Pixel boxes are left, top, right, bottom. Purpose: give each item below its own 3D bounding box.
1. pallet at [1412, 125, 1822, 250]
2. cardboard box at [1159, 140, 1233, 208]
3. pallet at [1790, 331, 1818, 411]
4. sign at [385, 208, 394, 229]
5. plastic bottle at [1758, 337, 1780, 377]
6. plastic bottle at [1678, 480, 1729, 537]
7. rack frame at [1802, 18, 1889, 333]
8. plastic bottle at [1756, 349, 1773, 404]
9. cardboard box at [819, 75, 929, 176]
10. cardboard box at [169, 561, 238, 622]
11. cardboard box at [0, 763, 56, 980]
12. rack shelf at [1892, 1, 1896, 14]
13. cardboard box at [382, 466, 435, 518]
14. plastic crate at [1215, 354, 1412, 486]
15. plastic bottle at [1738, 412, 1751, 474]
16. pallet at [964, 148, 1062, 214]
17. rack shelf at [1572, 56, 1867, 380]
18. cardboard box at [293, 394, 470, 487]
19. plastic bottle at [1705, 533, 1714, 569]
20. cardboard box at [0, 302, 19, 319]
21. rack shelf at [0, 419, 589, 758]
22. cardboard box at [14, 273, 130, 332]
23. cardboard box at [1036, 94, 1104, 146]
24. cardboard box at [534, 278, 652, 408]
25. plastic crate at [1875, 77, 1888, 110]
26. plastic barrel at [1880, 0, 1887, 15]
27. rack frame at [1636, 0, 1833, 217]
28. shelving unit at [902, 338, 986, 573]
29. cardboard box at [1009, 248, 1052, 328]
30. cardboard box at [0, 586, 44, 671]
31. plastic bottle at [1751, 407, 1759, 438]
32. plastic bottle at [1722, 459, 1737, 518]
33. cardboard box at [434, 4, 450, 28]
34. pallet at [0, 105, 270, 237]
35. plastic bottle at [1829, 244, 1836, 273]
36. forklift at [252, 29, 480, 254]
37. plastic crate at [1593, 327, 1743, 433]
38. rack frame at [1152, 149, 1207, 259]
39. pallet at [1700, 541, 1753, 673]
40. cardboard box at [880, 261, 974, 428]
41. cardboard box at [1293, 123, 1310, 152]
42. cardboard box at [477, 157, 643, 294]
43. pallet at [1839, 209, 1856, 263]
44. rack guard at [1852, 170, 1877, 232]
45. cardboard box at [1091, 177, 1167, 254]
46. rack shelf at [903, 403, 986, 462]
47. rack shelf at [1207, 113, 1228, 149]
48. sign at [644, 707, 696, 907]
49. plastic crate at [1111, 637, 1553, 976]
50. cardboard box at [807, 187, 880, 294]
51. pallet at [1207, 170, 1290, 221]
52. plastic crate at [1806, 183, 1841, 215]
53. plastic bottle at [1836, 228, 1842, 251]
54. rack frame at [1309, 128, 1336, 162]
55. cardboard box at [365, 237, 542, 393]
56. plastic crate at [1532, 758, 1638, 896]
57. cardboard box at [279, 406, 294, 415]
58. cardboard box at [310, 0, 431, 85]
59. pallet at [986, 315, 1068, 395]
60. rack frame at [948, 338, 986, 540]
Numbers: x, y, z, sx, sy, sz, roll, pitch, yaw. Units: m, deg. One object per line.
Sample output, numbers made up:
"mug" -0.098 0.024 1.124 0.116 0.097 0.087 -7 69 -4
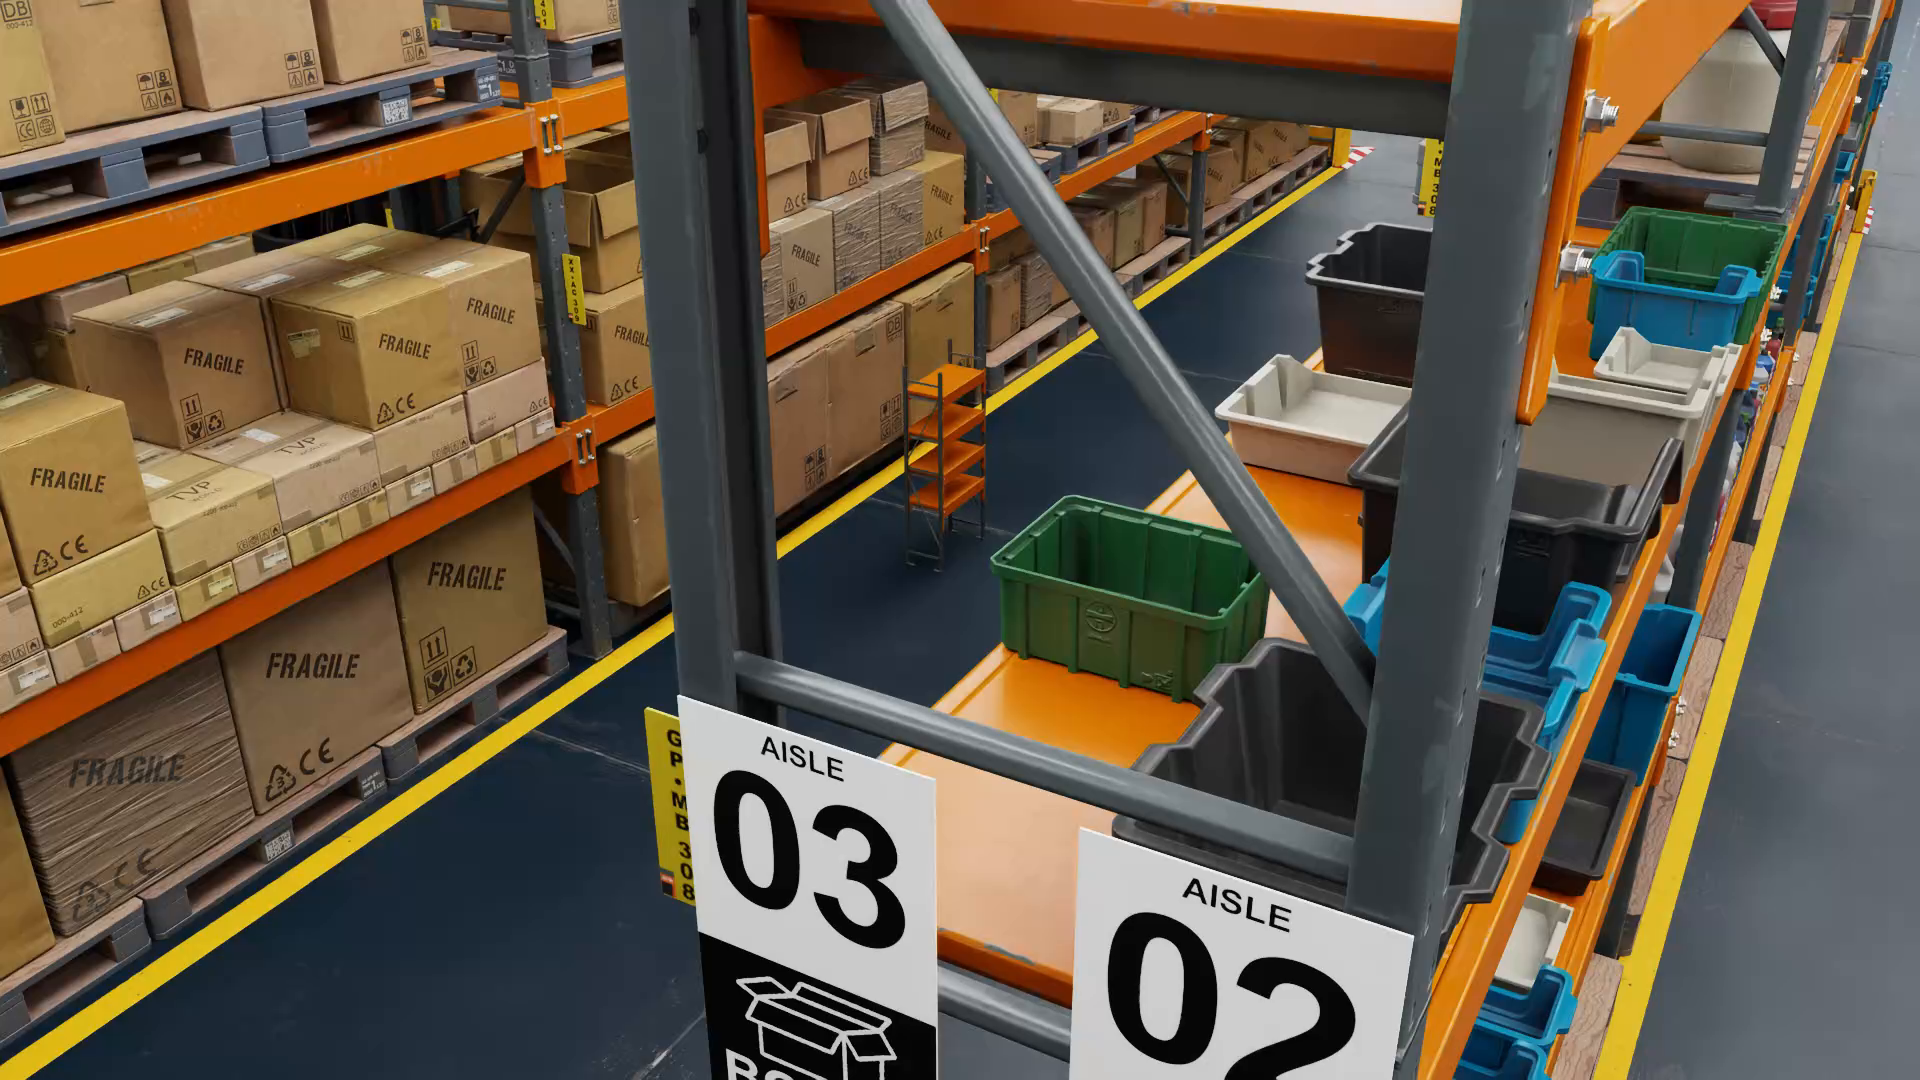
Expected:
"pallet" 2.357 -1.342 5.940 1.213 0.211 1.003 14 30 26
"cardboard box" 2.186 -3.409 15.532 0.500 0.500 0.500 -22 34 -37
"pallet" 5.639 -1.315 12.140 1.003 0.211 1.213 14 30 26
"sign" -2.733 -1.447 8.085 0.100 0.325 0.005 14 30 26
"plastic bottle" 4.124 -0.936 8.491 0.097 0.201 0.097 0 27 0
"plastic bottle" 3.071 -0.160 6.858 0.152 0.276 0.135 14 30 26
"rack frame" 5.992 -2.876 12.145 1.000 3.000 0.127 14 30 26
"plastic bottle" 3.914 -0.801 8.144 0.097 0.271 0.097 0 27 0
"cardboard box" -0.662 -2.620 10.400 0.797 0.503 0.637 15 30 28
"cardboard box" -3.006 0.157 6.367 0.380 0.149 0.250 13 30 25
"cardboard box" -3.979 1.205 5.896 0.875 0.875 0.875 14 30 26
"rack shelf" 6.976 -4.675 13.191 1.077 0.370 4.000 14 30 26
"cardboard box" -2.500 -0.245 7.169 0.380 0.149 0.250 15 30 27
"plastic crate" 0.889 -0.283 3.908 0.437 0.136 0.530 14 30 26
"plastic bottle" 3.477 -0.444 7.416 0.061 0.283 0.133 14 30 26
"pallet" -0.030 -2.623 11.854 1.213 0.211 1.003 14 30 26
"rack shelf" 3.040 -1.557 6.963 1.077 0.370 4.000 14 30 26
"cardboard box" -2.497 -0.483 7.199 0.500 0.250 0.500 15 30 28
"plastic bottle" 2.924 0.014 6.592 0.097 0.201 0.097 0 27 0
"cardboard box" -6.378 -1.732 11.345 0.500 0.250 0.500 13 30 25
"rack shelf" -3.240 0.252 6.699 1.077 0.370 4.000 14 30 26
"cardboard box" -5.931 -1.616 11.112 0.500 0.250 0.500 13 29 24
"cardboard box" 0.736 -3.131 12.353 0.500 0.250 0.500 13 30 25
"cardboard box" -1.812 -1.018 8.321 0.500 0.500 0.500 14 30 26
"plastic crate" 7.649 -3.856 14.268 0.499 0.251 0.408 14 30 26
"plastic barrel" 4.939 -3.378 9.316 0.600 0.830 0.708 14 30 26
"rack frame" 2.056 -2.441 4.573 1.000 3.000 0.127 14 30 26
"shelving unit" -0.081 -0.472 9.353 0.258 1.200 0.503 14 30 26
"cardboard box" 0.286 -1.971 12.638 0.700 0.500 0.500 12 29 22
"cardboard box" -3.503 0.312 5.611 0.500 0.250 0.500 14 30 25
"plastic bottle" 3.675 -0.580 7.780 0.097 0.201 0.097 0 27 0
"plastic bottle" 3.185 -0.251 7.038 0.152 0.276 0.135 14 30 26
"cardboard box" -4.327 -4.204 13.569 0.700 0.500 0.500 14 30 26
"pallet" -3.269 -1.361 5.865 1.003 0.211 1.213 14 30 26
"plastic bottle" 7.052 -2.351 13.563 0.144 0.351 0.185 14 30 26
"forklift" -3.815 -2.248 10.967 1.130 2.935 3.031 8 28 16
"plastic crate" 1.762 -0.402 4.146 0.293 0.136 0.466 14 30 26
"rack frame" 1.679 -3.967 14.323 1.000 3.000 0.127 14 30 26
"pallet" 3.672 0.246 9.023 1.003 0.211 1.213 14 30 26
"cardboard box" -0.646 -1.381 11.063 1.225 0.875 0.875 13 29 24
"cardboard box" 3.325 -4.356 17.424 0.500 0.500 0.500 21 33 35
"cardboard box" -1.949 -1.593 8.349 0.797 0.503 0.637 13 30 25
"pallet" 7.559 -2.833 15.173 1.003 0.211 1.213 14 30 26
"rack guard" 7.963 -3.277 15.738 1.175 0.500 0.348 14 30 26
"cardboard box" 1.359 -2.811 14.316 0.700 0.500 0.500 12 29 22
"rack shelf" -0.081 -0.612 9.283 0.258 0.148 0.480 14 30 26
"rack shelf" 2.663 -4.425 16.042 1.077 0.370 4.000 14 30 26
"sign" -0.399 0.391 2.384 0.100 0.325 0.005 14 30 26
"plastic crate" 0.520 0.429 2.337 0.497 0.269 0.590 14 30 26
"cardboard box" -0.818 -1.810 9.902 0.500 0.500 0.500 13 29 24
"pallet" 2.578 -3.467 16.440 1.003 0.211 1.213 14 30 26
"plastic crate" 5.085 -1.908 10.140 0.402 0.464 0.583 14 30 26
"plastic bottle" 7.396 -2.555 14.047 0.061 0.283 0.133 15 30 27
"rack frame" 3.647 -5.526 17.438 1.000 3.000 0.127 14 30 26
"cardboard box" -2.249 -1.012 7.419 0.500 0.500 0.500 15 30 28
"plastic crate" 1.739 0.833 4.975 0.437 0.125 0.590 14 30 26
"cardboard box" -2.964 -0.597 7.427 0.500 0.250 0.500 14 30 26
"cardboard box" -2.589 -2.149 6.649 0.700 0.500 0.500 12 29 23
"pallet" 0.097 -1.465 12.441 1.003 0.211 1.213 14 30 26
"rack frame" 0.039 -0.567 9.543 0.240 1.200 0.015 14 30 26
